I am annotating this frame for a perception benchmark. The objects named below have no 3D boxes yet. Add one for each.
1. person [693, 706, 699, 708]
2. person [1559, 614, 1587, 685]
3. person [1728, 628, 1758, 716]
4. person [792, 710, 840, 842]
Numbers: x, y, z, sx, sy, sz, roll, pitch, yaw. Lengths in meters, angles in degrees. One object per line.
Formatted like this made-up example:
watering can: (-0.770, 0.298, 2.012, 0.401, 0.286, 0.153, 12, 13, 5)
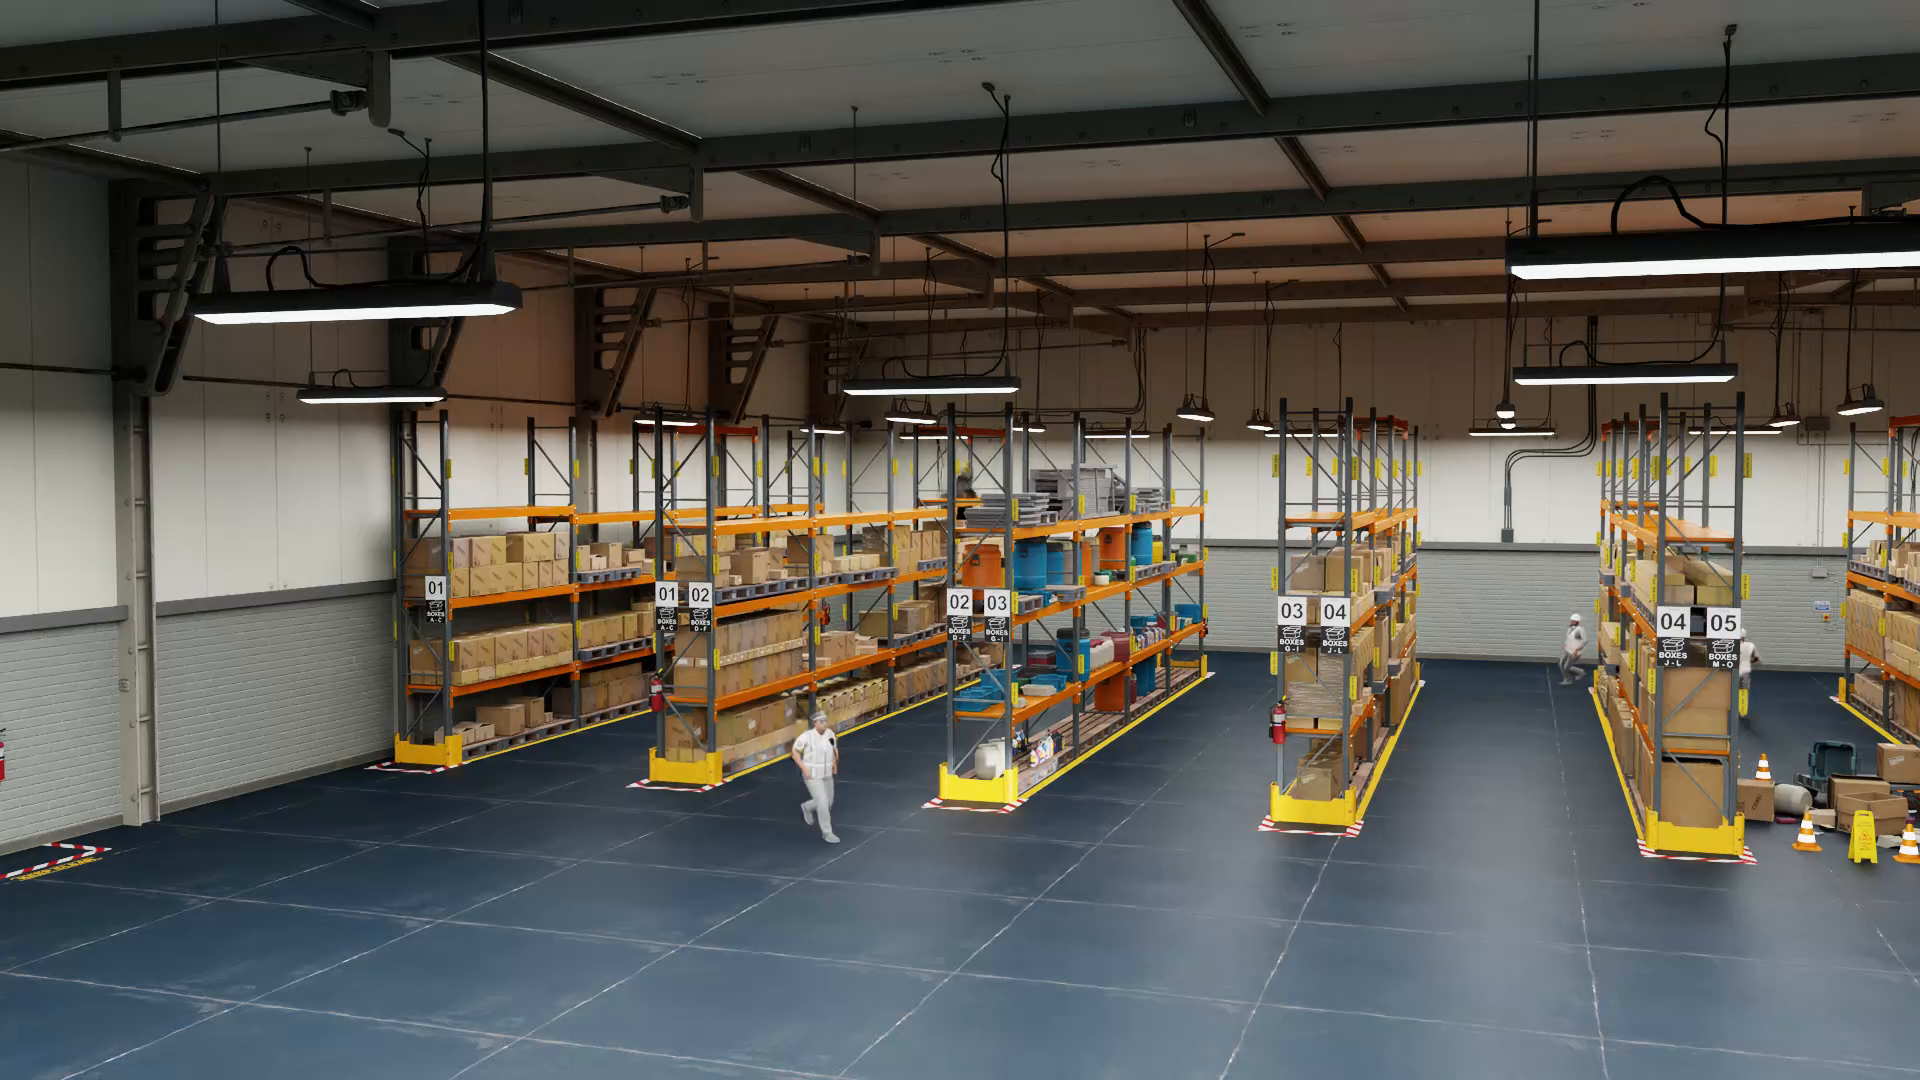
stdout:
person: (-4.949, 2.854, 31.794, 0.547, 1.563, 0.755, 0, 2, 5)
person: (14.183, 2.537, 38.305, 0.534, 1.692, 0.759, 0, 2, -8)
person: (15.724, 2.681, 33.596, 0.714, 1.809, 0.715, 1, 3, 18)
person: (-1.945, 3.172, 22.551, 0.688, 1.771, 0.843, -2, 3, -39)
